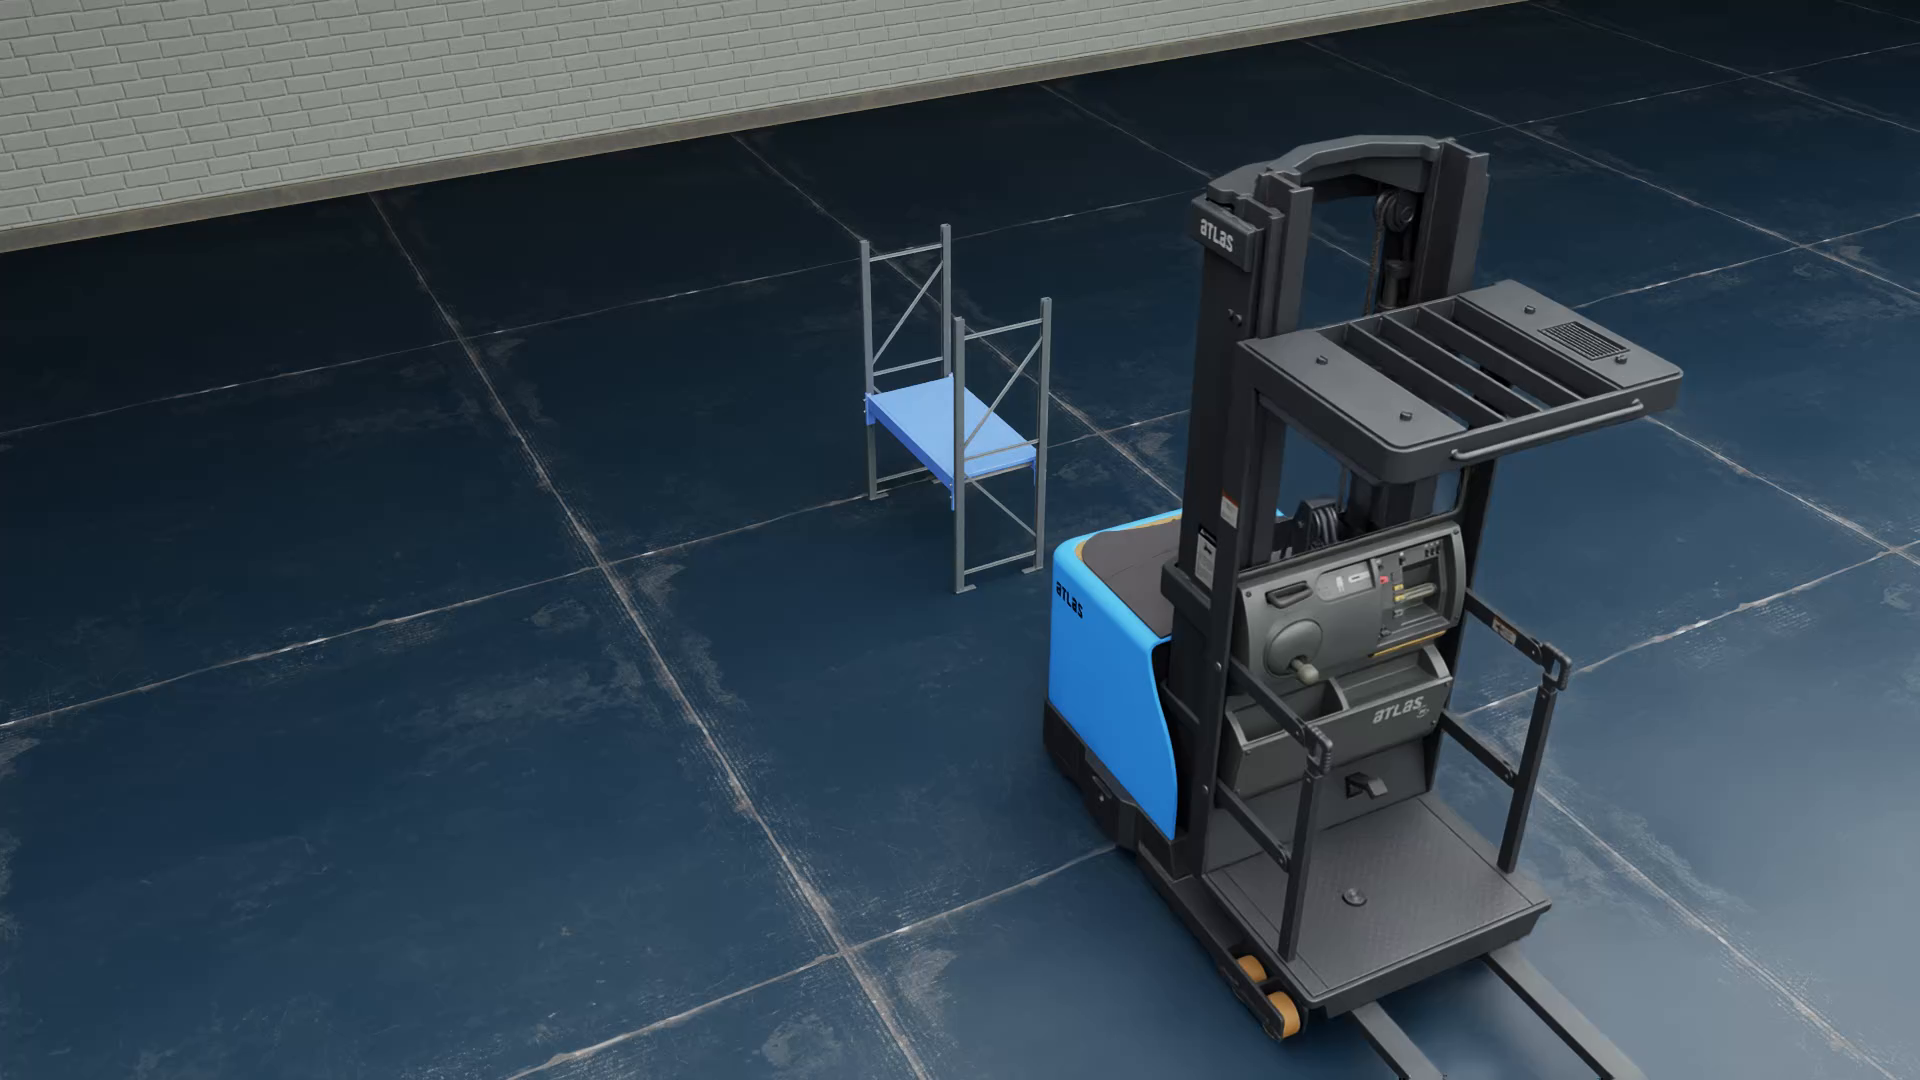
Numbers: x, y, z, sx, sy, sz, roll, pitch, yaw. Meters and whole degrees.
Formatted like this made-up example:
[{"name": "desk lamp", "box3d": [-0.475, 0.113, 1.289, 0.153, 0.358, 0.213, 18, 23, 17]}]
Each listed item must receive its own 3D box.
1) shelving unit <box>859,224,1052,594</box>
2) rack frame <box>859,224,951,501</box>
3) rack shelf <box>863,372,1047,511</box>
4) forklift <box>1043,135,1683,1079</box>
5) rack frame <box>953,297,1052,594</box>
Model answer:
[{"name": "shelving unit", "box3d": [-0.040, -0.672, 8.409, 0.538, 1.500, 1.048, -16, 36, -23]}, {"name": "rack frame", "box3d": [-0.277, -0.915, 8.788, 0.500, 1.500, 0.032, -16, 36, -23]}, {"name": "rack shelf", "box3d": [-0.040, -0.521, 8.506, 0.538, 0.185, 1.000, -16, 36, -23]}, {"name": "forklift", "box3d": [1.465, 0.278, 5.598, 1.130, 2.935, 3.031, -15, 36, -22]}, {"name": "rack frame", "box3d": [0.197, -0.430, 8.030, 0.500, 1.500, 0.032, -16, 36, -23]}]
